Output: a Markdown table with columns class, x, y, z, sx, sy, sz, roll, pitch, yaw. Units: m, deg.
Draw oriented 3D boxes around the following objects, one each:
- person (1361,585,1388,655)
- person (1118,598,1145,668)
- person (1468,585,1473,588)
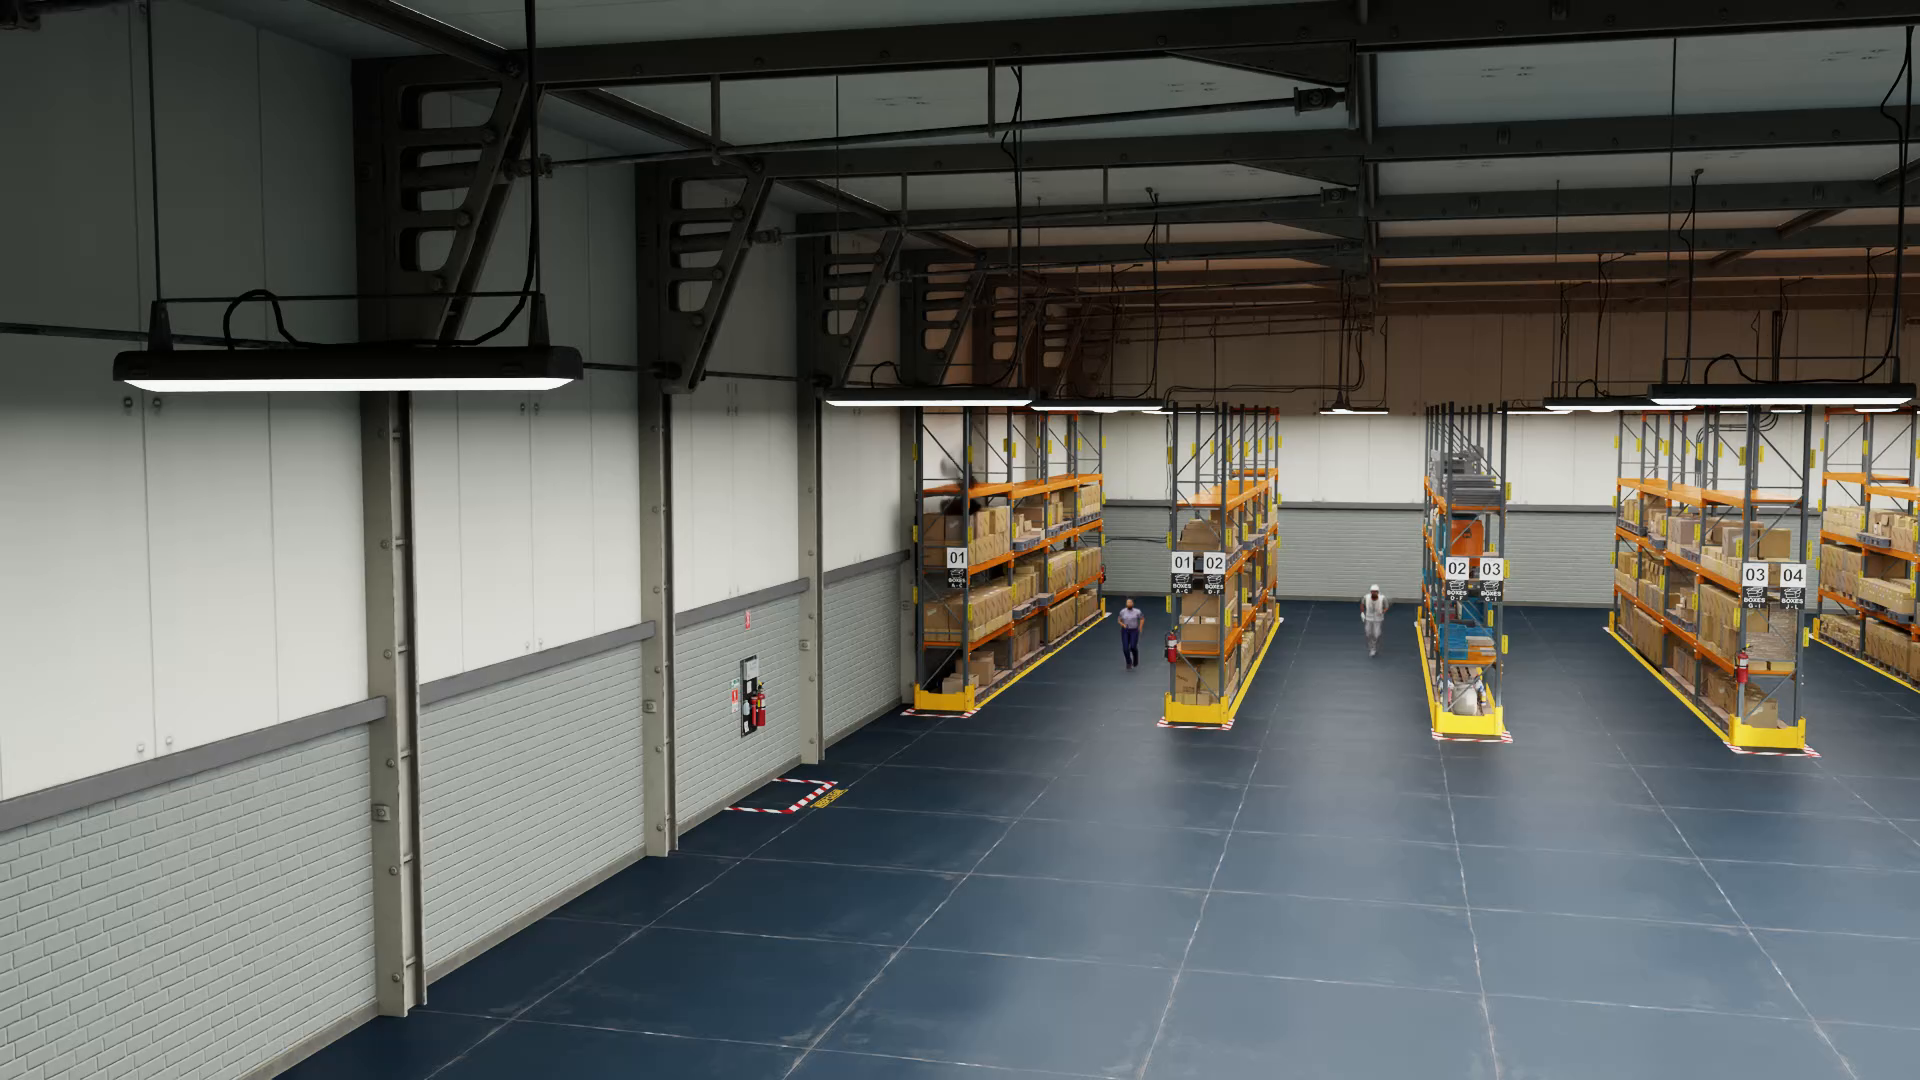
| class | x | y | z | sx | sy | sz | roll | pitch | yaw |
| --- | --- | --- | --- | --- | --- | --- | --- | --- | --- |
| person | 9.883 | 1.922 | 39.664 | 0.647 | 1.711 | 0.684 | 1 | 4 | 15 |
| person | 3.864 | 2.127 | 37.759 | 0.592 | 1.609 | 0.577 | 1 | 4 | 15 |
| person | 14.153 | 1.481 | 46.334 | 0.664 | 1.646 | 0.538 | -4 | 6 | -44 |
